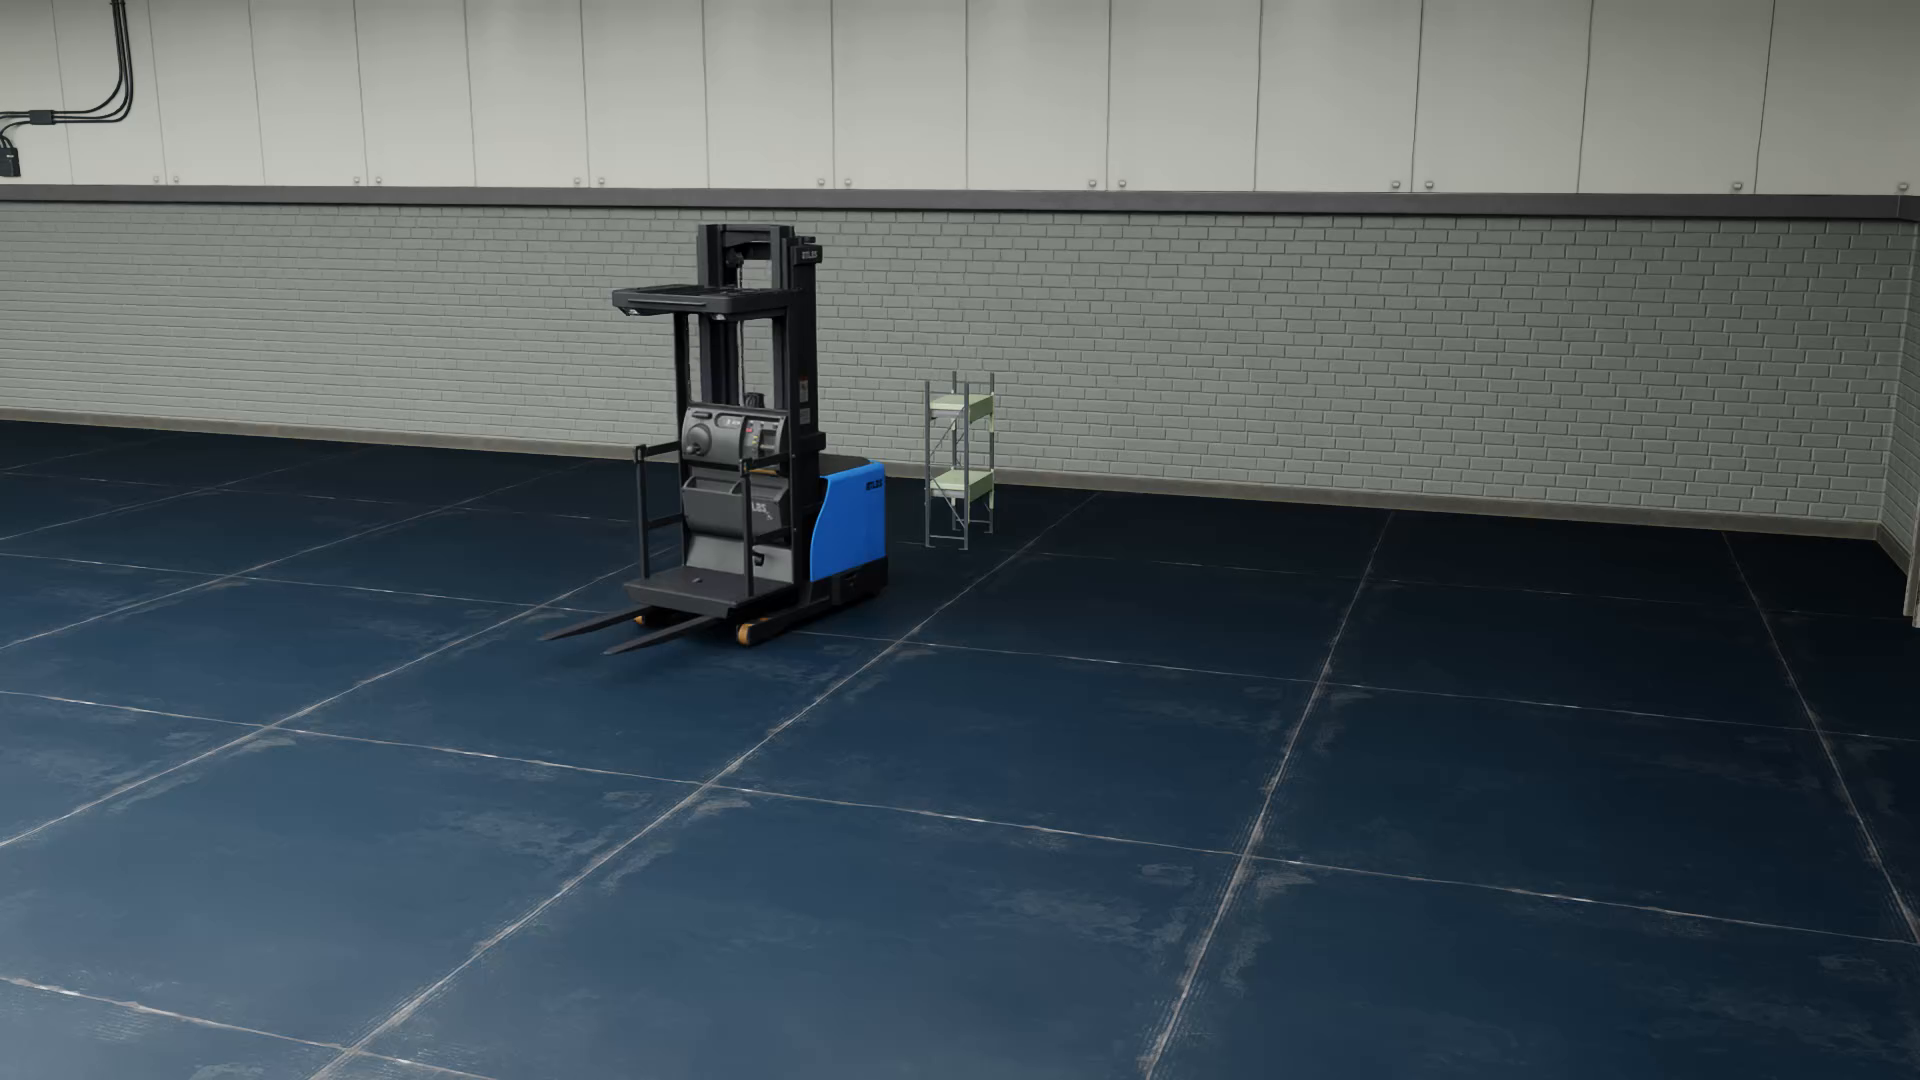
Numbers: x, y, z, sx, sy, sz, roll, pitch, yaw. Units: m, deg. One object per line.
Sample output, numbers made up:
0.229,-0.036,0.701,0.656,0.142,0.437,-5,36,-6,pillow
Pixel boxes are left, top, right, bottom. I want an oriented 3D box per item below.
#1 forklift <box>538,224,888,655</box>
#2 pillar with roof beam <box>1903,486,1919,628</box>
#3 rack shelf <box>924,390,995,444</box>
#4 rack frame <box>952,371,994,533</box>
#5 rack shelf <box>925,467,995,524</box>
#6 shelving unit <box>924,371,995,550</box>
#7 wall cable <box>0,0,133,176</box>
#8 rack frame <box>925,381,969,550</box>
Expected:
-1.785,-0.786,12.106,1.130,2.935,3.031,8,15,31,forklift
3.250,-4.079,12.897,9.100,9.000,0.400,4,14,18,pillar with roof beam
0.002,-1.113,15.002,0.431,0.370,0.720,4,14,18,rack shelf
0.121,-0.810,15.427,0.400,1.500,0.023,4,14,18,rack frame
0.002,-0.415,15.162,0.431,0.370,0.720,4,14,18,rack shelf
0.002,-0.733,15.089,0.431,1.500,0.755,4,14,18,shelving unit
-11.300,-7.533,20.388,2.305,6.003,0.169,4,14,18,wall cable
-0.116,-0.656,14.752,0.400,1.500,0.023,4,14,18,rack frame
